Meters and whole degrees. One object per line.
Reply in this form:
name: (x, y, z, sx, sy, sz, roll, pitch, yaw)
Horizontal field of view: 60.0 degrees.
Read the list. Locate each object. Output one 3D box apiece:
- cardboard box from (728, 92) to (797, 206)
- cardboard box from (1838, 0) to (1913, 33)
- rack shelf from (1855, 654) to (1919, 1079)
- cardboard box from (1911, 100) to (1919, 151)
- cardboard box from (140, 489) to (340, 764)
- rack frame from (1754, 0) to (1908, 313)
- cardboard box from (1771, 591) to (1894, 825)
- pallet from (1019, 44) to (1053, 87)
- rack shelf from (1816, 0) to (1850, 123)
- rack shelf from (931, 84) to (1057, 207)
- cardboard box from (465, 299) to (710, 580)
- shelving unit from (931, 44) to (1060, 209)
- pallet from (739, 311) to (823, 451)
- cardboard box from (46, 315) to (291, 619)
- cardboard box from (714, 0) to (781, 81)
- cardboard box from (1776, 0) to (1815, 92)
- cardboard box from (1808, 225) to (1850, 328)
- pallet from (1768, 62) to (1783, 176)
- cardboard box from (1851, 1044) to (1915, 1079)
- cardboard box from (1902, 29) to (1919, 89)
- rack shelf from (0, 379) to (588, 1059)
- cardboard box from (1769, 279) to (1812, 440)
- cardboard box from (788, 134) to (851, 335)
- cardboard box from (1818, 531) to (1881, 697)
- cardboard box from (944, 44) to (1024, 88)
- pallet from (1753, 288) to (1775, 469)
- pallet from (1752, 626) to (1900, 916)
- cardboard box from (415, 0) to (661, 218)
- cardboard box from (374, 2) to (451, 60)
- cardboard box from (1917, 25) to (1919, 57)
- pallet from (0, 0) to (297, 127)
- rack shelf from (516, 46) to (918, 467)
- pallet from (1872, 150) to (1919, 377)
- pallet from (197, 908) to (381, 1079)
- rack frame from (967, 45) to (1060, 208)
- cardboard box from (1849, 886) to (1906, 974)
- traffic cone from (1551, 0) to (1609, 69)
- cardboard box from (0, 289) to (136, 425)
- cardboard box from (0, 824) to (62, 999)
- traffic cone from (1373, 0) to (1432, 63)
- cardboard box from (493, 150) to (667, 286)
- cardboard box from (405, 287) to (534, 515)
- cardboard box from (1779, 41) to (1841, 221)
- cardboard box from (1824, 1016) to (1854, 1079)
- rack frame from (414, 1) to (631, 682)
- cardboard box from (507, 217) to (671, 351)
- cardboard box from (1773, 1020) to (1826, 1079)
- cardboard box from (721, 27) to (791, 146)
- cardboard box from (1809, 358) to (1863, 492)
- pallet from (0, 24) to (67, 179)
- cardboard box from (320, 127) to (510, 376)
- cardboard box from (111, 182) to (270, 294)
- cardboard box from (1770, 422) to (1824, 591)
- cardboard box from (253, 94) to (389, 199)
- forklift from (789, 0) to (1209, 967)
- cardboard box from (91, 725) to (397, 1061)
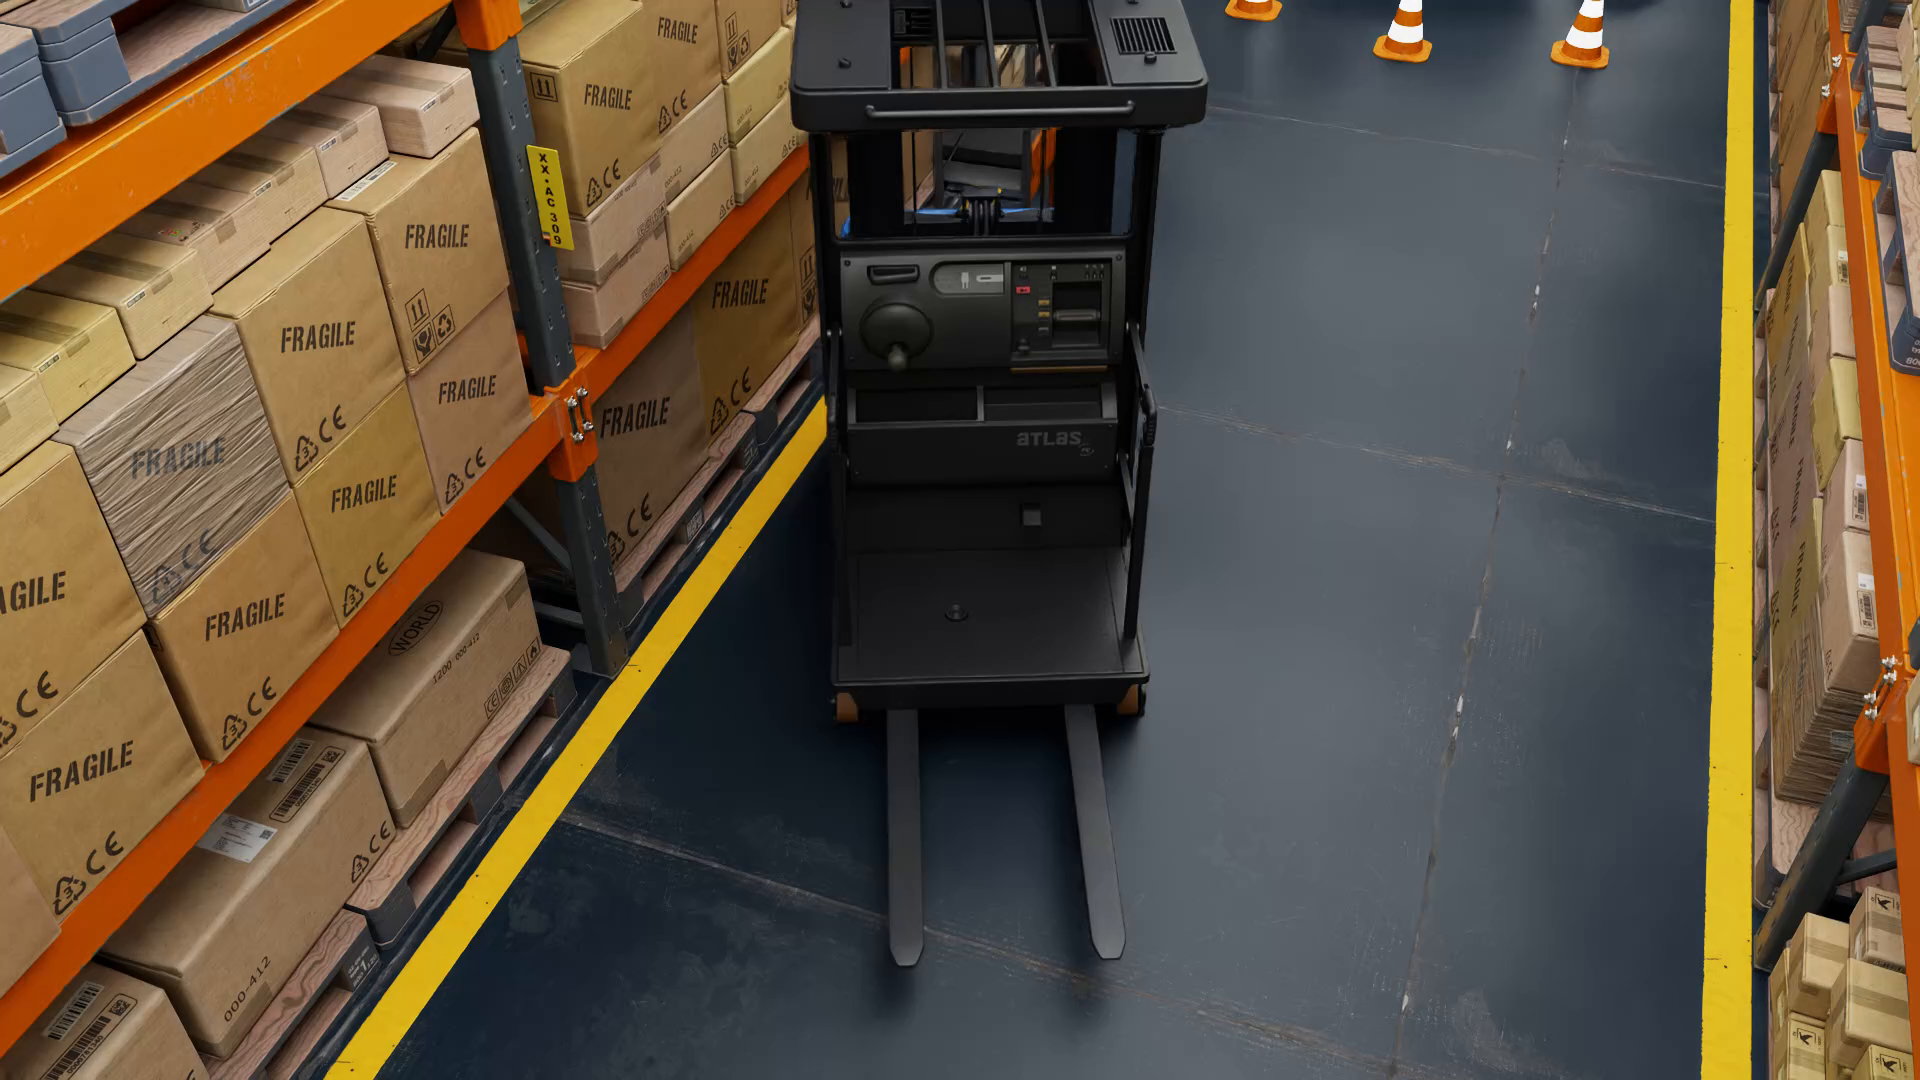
cardboard box: (-0.961, -1.544, 6.364, 0.500, 0.250, 0.500, 13, 42, 15)
cardboard box: (4.231, -2.541, 7.340, 0.500, 0.500, 0.500, 13, 42, 15)
rack shelf: (2.277, 1.765, 2.925, 1.077, 0.370, 4.000, 13, 42, 15)
cardboard box: (3.712, -1.512, 6.081, 0.380, 0.149, 0.250, 15, 43, 17)
cardboard box: (-1.972, 0.160, 4.174, 0.500, 0.500, 0.500, 13, 42, 14)
rack frame: (4.329, -2.169, 6.981, 1.000, 3.000, 0.127, 13, 42, 15)
cardboard box: (2.978, 0.555, 5.391, 0.500, 0.500, 0.500, 13, 42, 14)
pallet: (-0.088, -2.621, 9.660, 1.003, 0.211, 1.213, 13, 42, 15)
rack shelf: (5.013, -3.115, 8.644, 1.077, 0.370, 4.000, 13, 42, 15)
rack shelf: (0.155, -1.542, 6.960, 0.431, 0.518, 0.480, 11, 42, 12)
cardboard box: (-1.588, -0.513, 6.354, 0.875, 0.875, 0.875, 15, 43, 16)
shelving unit: (0.155, -1.552, 6.951, 0.431, 2.100, 0.503, 11, 42, 12)
pallet: (-1.116, -0.939, 7.688, 1.003, 0.211, 1.213, 13, 42, 15)
cardboard box: (-1.973, -0.215, 3.844, 0.500, 0.500, 0.500, 14, 42, 16)
cardboard box: (-0.982, -2.011, 5.948, 0.500, 0.500, 0.500, 12, 42, 14)
cardboard box: (5.236, -2.926, 9.278, 1.050, 0.750, 0.750, 13, 42, 15)
cardboard box: (3.693, -0.987, 6.620, 0.500, 0.250, 0.500, 13, 42, 15)
pallet: (5.088, -2.314, 9.299, 1.003, 0.211, 1.213, 13, 42, 15)
cardboard box: (2.459, 1.454, 4.150, 0.380, 0.149, 0.250, 13, 42, 14)
cardboard box: (3.895, -1.841, 6.467, 0.380, 0.149, 0.250, 15, 43, 17)
rack shelf: (-2.409, 0.727, 4.140, 1.077, 0.370, 4.000, 13, 42, 15)
cardboard box: (3.679, -0.695, 6.856, 0.500, 0.500, 0.500, 14, 42, 16)
cardboard box: (-0.980, -1.611, 7.641, 0.875, 0.875, 0.875, 14, 42, 16)
cardboard box: (2.978, 0.266, 5.151, 0.500, 0.250, 0.500, 12, 42, 14)
cardboard box: (-0.154, -2.708, 9.314, 0.950, 0.372, 0.625, 11, 42, 12)
pallet: (4.061, -0.632, 7.328, 1.003, 0.211, 1.213, 13, 42, 15)
pallet: (3.226, 0.857, 5.583, 1.003, 0.211, 1.213, 13, 42, 15)
cardboard box: (-1.304, -1.389, 5.220, 0.500, 0.500, 0.500, 14, 42, 16)
cardboard box: (-1.808, -1.513, 5.364, 0.500, 0.500, 0.500, 15, 43, 16)
cardboard box: (3.884, -1.930, 6.342, 0.380, 0.149, 0.250, 15, 43, 17)
pallet: (-2.014, -1.377, 3.810, 1.003, 0.211, 1.213, 13, 42, 15)
rack shelf: (-1.041, -1.712, 7.000, 1.077, 0.370, 4.000, 13, 42, 15)
pallet: (3.691, -0.879, 5.617, 1.003, 0.211, 1.213, 13, 42, 15)
pallet: (-2.474, 1.488, 4.843, 1.003, 0.211, 1.213, 13, 42, 15)
rack frame: (0.223, -1.704, 7.129, 0.400, 2.100, 0.015, 11, 42, 12)
cardboard box: (2.649, 1.134, 4.525, 0.380, 0.149, 0.250, 15, 43, 17)
traffic cone: (3.819, -3.160, 10.098, 0.336, 0.463, 0.334, 13, 42, 15)
cardboard box: (-2.028, -0.407, 3.569, 0.380, 0.149, 0.250, 12, 42, 14)
cardboard box: (-2.321, 0.786, 3.441, 0.500, 0.500, 0.500, 13, 42, 15)
traffic cone: (2.743, -3.214, 10.161, 0.336, 0.463, 0.334, 13, 42, 15)
cardboard box: (-1.309, -1.105, 5.464, 0.500, 0.250, 0.500, 12, 42, 14)
cardboard box: (-1.643, -0.464, 4.906, 0.500, 0.500, 0.500, 14, 42, 15)
cardboard box: (4.622, -1.824, 7.987, 1.050, 0.750, 0.750, 13, 42, 14)
cardboard box: (2.535, 1.407, 4.434, 0.380, 0.149, 0.250, 14, 42, 15)
rack frame: (-1.725, -0.766, 5.337, 1.000, 3.000, 0.127, 13, 42, 15)
cardboard box: (-1.326, -0.919, 5.631, 0.500, 0.250, 0.500, 12, 42, 14)
cardboard box: (2.444, 1.509, 4.543, 0.380, 0.149, 0.250, 14, 43, 16)
cardboard box: (-0.960, -1.731, 6.198, 0.500, 0.250, 0.500, 14, 42, 16)
cardboard box: (3.334, -0.370, 5.897, 0.500, 0.250, 0.500, 12, 42, 13)
pallet: (-2.433, -0.635, 2.941, 1.003, 0.211, 1.213, 13, 42, 15)
cardboard box: (-1.627, -0.835, 4.571, 0.500, 0.500, 0.500, 13, 42, 15)
cardboard box: (-1.887, -0.728, 3.945, 0.380, 0.149, 0.250, 13, 42, 15)
cardboard box: (3.333, -0.070, 6.123, 0.500, 0.500, 0.500, 12, 42, 14)
cardboard box: (-1.723, -1.036, 4.306, 0.380, 0.149, 0.250, 14, 43, 16)
forklift: (0.087, -0.673, 5.281, 1.130, 2.935, 3.031, -1, 40, -2)
cardboard box: (-2.346, 0.954, 4.971, 0.875, 0.438, 0.875, 12, 42, 14)
